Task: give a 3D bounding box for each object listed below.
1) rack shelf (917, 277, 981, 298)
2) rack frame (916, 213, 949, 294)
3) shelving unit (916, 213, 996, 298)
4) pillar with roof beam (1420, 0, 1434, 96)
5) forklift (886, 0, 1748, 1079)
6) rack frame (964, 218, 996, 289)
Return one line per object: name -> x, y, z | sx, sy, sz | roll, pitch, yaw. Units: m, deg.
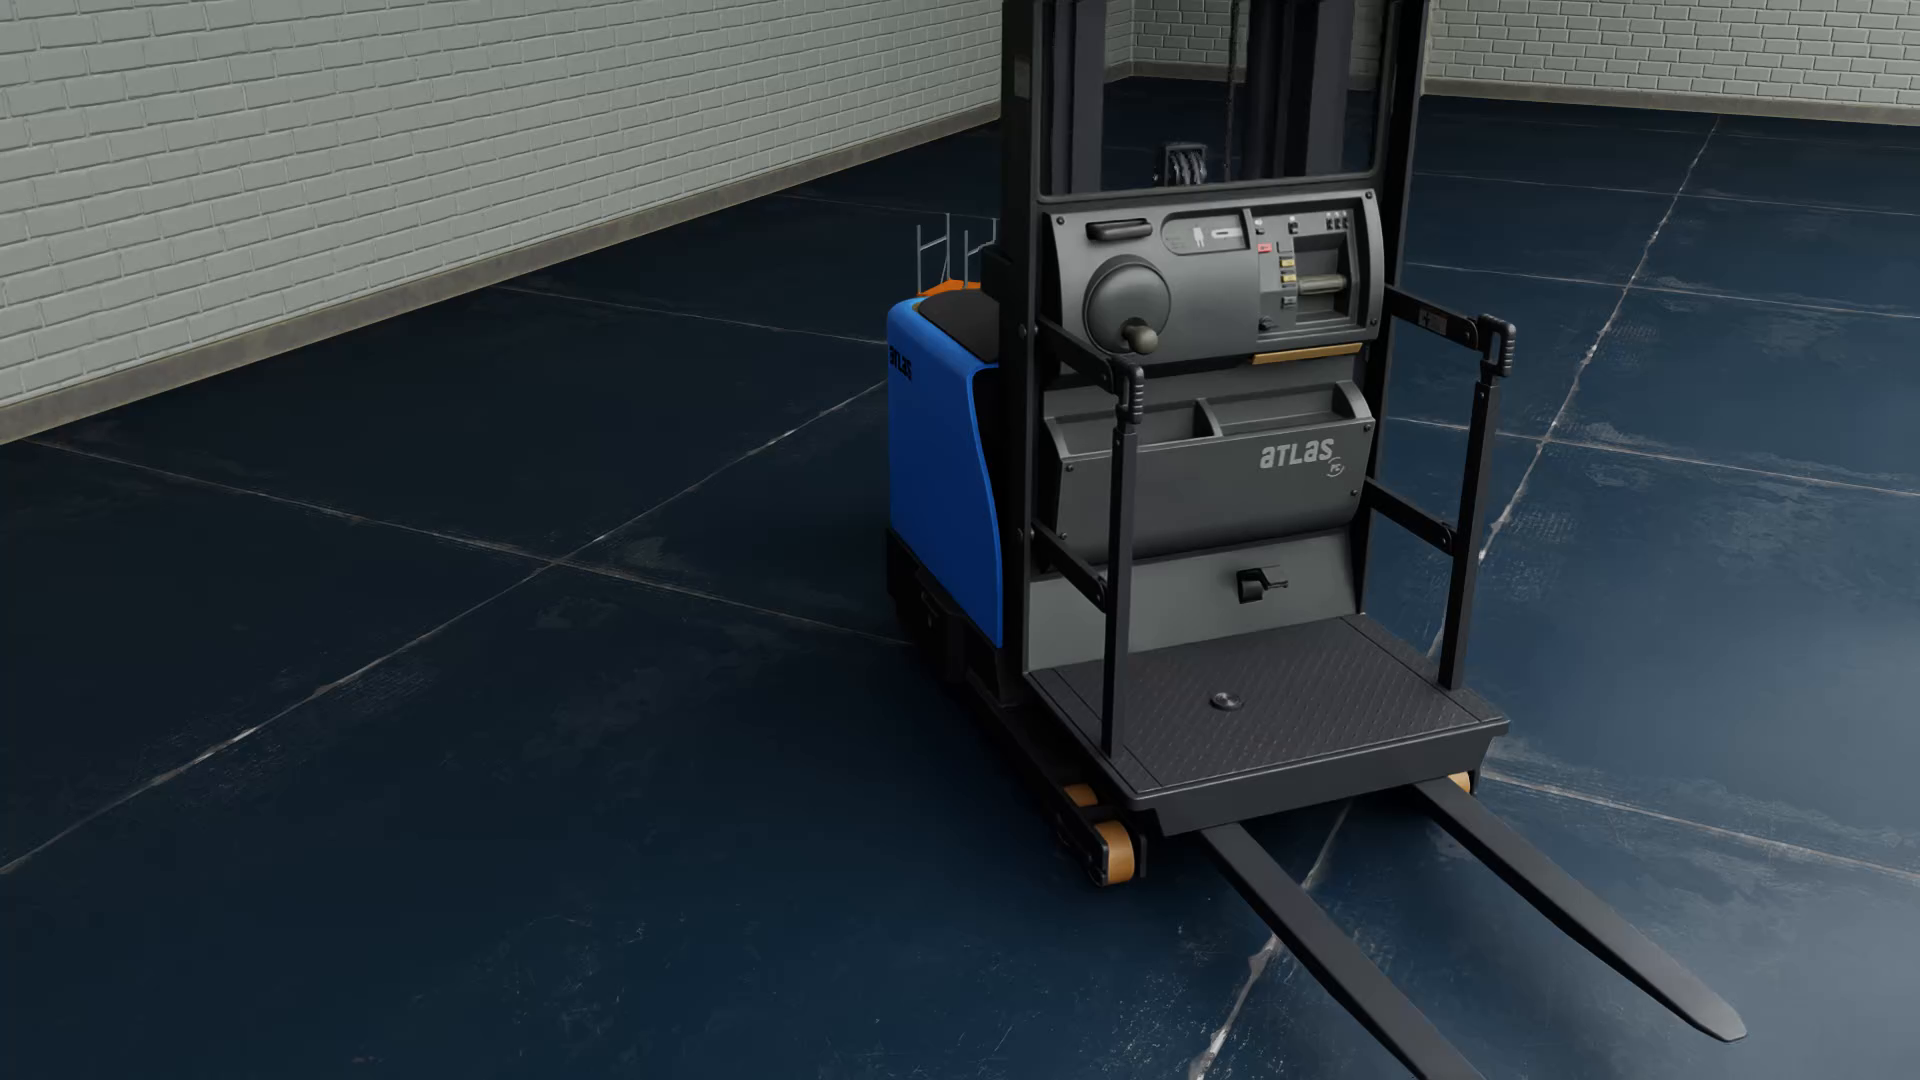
rack shelf -> -0.013, -0.845, 5.898 | 0.180, 0.103, 0.258 | 11, 25, 25
rack frame -> -0.095, -0.571, 6.059 | 0.006, 1.200, 0.240 | 11, 25, 25
shelving unit -> -0.013, -0.555, 6.021 | 0.189, 1.200, 0.258 | 11, 25, 25
pillar with roof beam -> 2.536, -7.161, 11.590 | 0.400, 9.000, 9.100 | 11, 25, 25
forklift -> 0.744, -0.658, 4.053 | 1.130, 2.935, 3.031 | -8, 24, -19
rack frame -> 0.069, -0.539, 5.983 | 0.006, 1.200, 0.240 | 11, 25, 25
